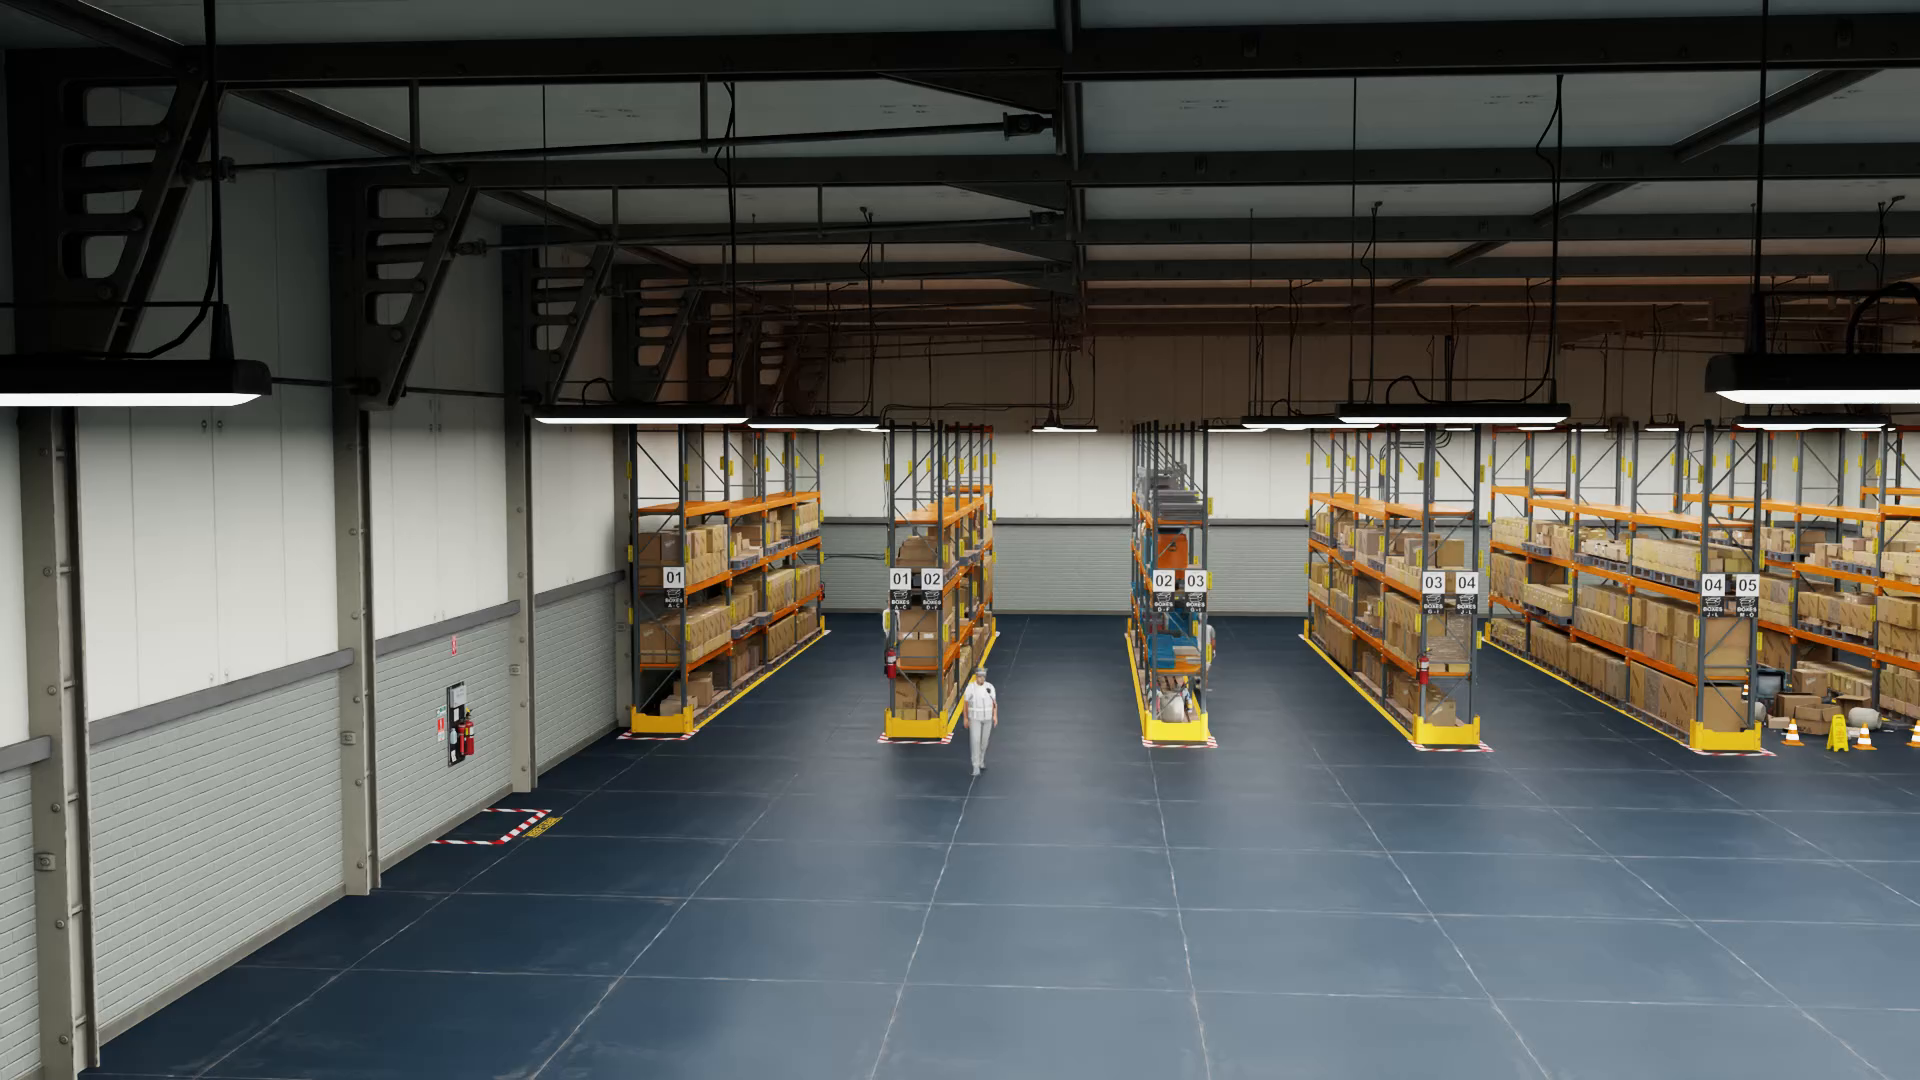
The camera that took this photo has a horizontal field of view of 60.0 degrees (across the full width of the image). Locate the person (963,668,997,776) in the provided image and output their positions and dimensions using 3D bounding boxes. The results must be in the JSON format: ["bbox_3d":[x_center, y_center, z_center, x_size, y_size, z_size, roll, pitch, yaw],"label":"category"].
[{"bbox_3d":[0.375,3.063,28.286,0.561,1.788,0.737,-2,4,-23],"label":"person"}]

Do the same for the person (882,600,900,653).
[{"bbox_3d":[-1.695,2.288,41.308,0.467,1.611,0.860,0,4,-5],"label":"person"}]

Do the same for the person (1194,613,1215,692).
[{"bbox_3d":[5.424,2.494,37.092,0.538,1.785,0.826,2,4,24],"label":"person"}]

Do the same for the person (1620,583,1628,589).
[{"bbox_3d":[18.119,1.991,45.111,0.753,1.795,0.523,3,5,44],"label":"person"}]
